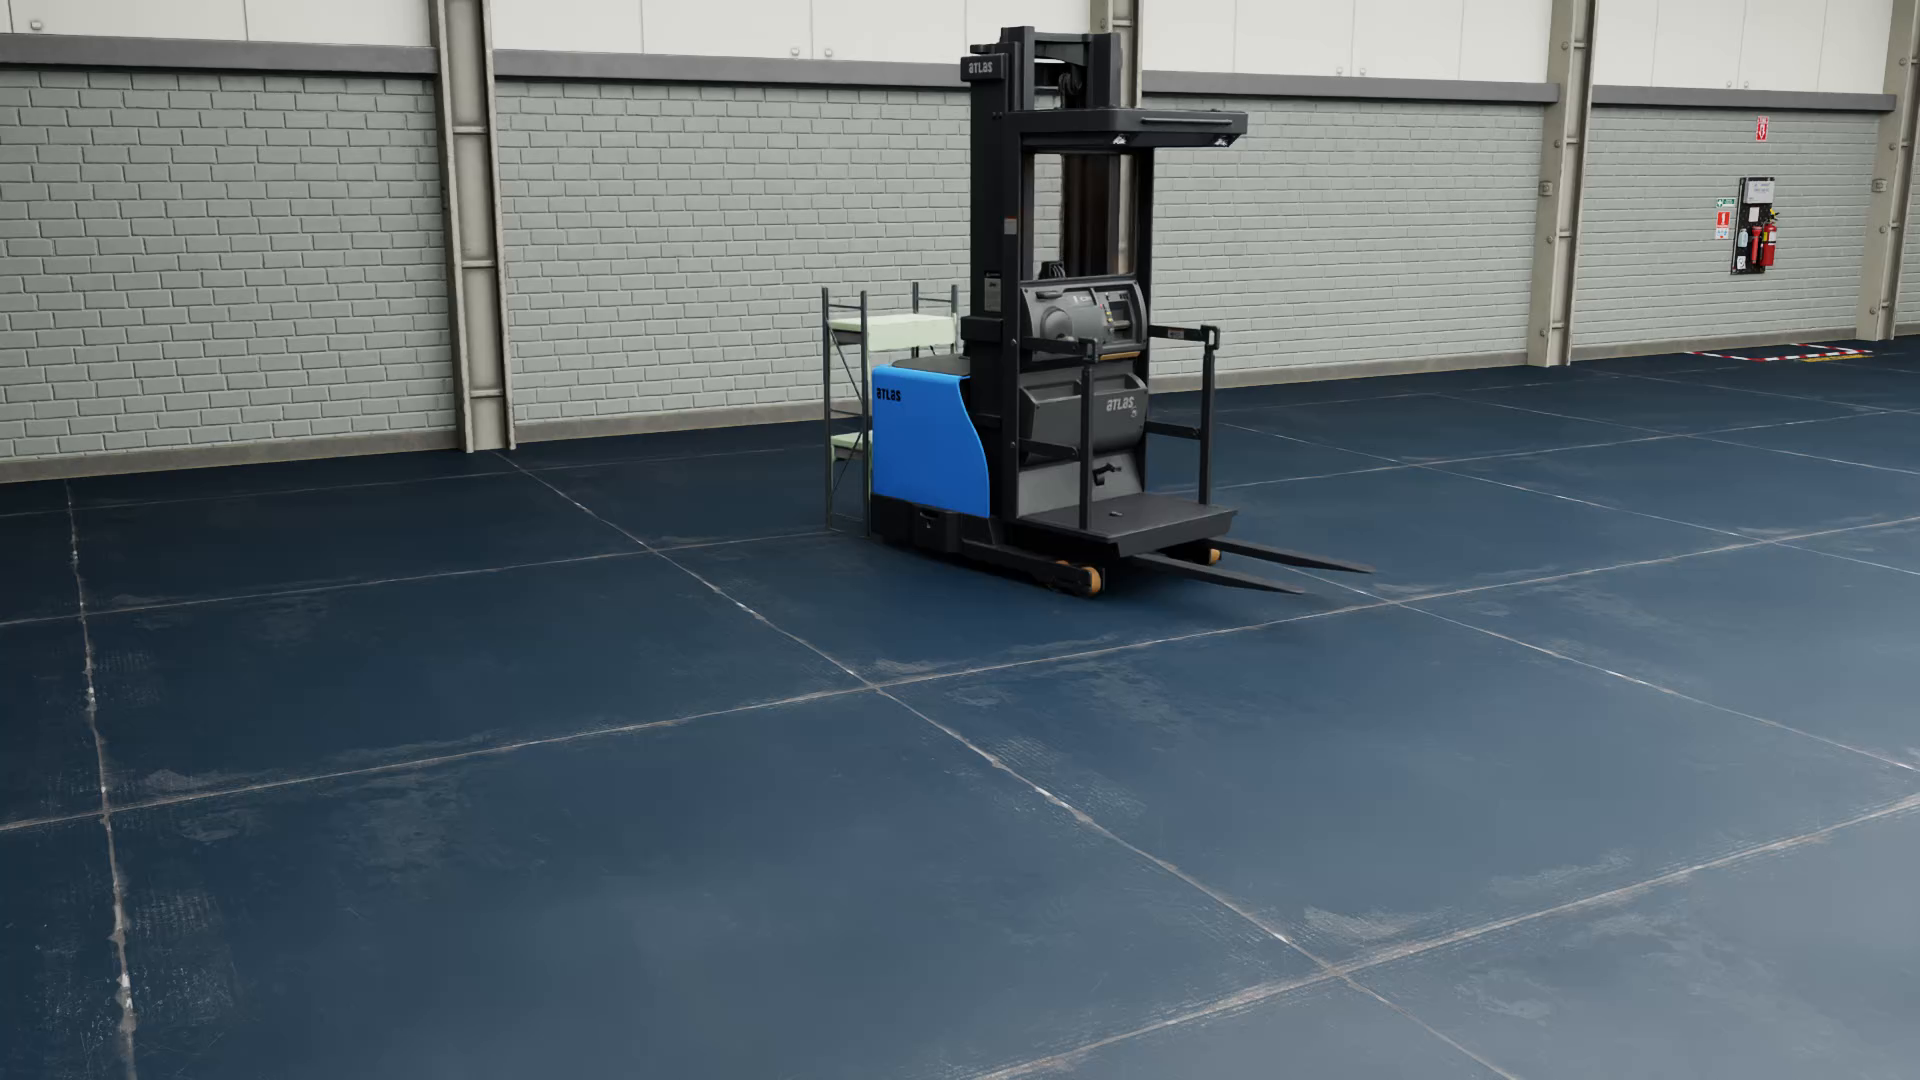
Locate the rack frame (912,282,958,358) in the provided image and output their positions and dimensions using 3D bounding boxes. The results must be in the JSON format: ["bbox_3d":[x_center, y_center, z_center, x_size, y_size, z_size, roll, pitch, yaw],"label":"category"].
[{"bbox_3d":[-0.158,-0.879,10.599,0.023,1.500,0.400,-12,17,-42],"label":"rack frame"}]

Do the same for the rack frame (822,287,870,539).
[{"bbox_3d":[-0.693,-0.769,10.111,0.023,1.500,0.400,-12,17,-42],"label":"rack frame"}]

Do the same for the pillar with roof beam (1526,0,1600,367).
[{"bbox_3d":[8.783,-5.565,14.341,0.400,9.000,9.100,-7,14,-28],"label":"pillar with roof beam"}]

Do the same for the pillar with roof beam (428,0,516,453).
[{"bbox_3d":[-1.750,-4.303,8.732,0.400,9.000,9.100,-7,14,-28],"label":"pillar with roof beam"}]

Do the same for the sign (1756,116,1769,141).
[{"bbox_3d":[9.744,-4.996,20.196,0.199,0.298,0.001,-7,14,-28],"label":"sign"}]

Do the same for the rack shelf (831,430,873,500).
[{"bbox_3d":[-0.425,-0.506,10.426,0.720,0.370,0.431,-12,17,-42],"label":"rack shelf"}]

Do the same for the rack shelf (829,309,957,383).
[{"bbox_3d":[-0.426,-1.205,10.269,0.720,0.370,0.431,-12,17,-42],"label":"rack shelf"}]

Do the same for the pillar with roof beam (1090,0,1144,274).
[{"bbox_3d":[3.516,-4.934,11.537,0.400,9.000,9.100,-7,14,-28],"label":"pillar with roof beam"}]

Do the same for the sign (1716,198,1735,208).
[{"bbox_3d":[9.272,-4.083,20.131,0.331,0.109,0.001,-7,14,-28],"label":"sign"}]

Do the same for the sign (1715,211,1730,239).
[{"bbox_3d":[9.264,-3.826,20.194,0.234,0.329,0.001,-7,14,-28],"label":"sign"}]

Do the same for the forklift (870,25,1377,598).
[{"bbox_3d":[0.835,-1.252,8.996,1.130,2.935,3.031,-12,17,-42],"label":"forklift"}]

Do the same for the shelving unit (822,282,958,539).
[{"bbox_3d":[-0.426,-0.824,10.355,0.755,1.500,0.431,-12,17,-42],"label":"shelving unit"}]

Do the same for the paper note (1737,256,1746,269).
[{"bbox_3d":[9.610,-3.411,20.442,0.142,0.148,0.016,-7,14,-28],"label":"paper note"}]

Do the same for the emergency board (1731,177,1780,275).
[{"bbox_3d":[9.799,-3.846,20.369,0.643,1.169,0.194,-7,14,-28],"label":"emergency board"}]

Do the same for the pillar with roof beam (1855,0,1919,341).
[{"bbox_3d":[14.049,-6.196,17.146,0.400,9.000,9.100,-7,14,-28],"label":"pillar with roof beam"}]
